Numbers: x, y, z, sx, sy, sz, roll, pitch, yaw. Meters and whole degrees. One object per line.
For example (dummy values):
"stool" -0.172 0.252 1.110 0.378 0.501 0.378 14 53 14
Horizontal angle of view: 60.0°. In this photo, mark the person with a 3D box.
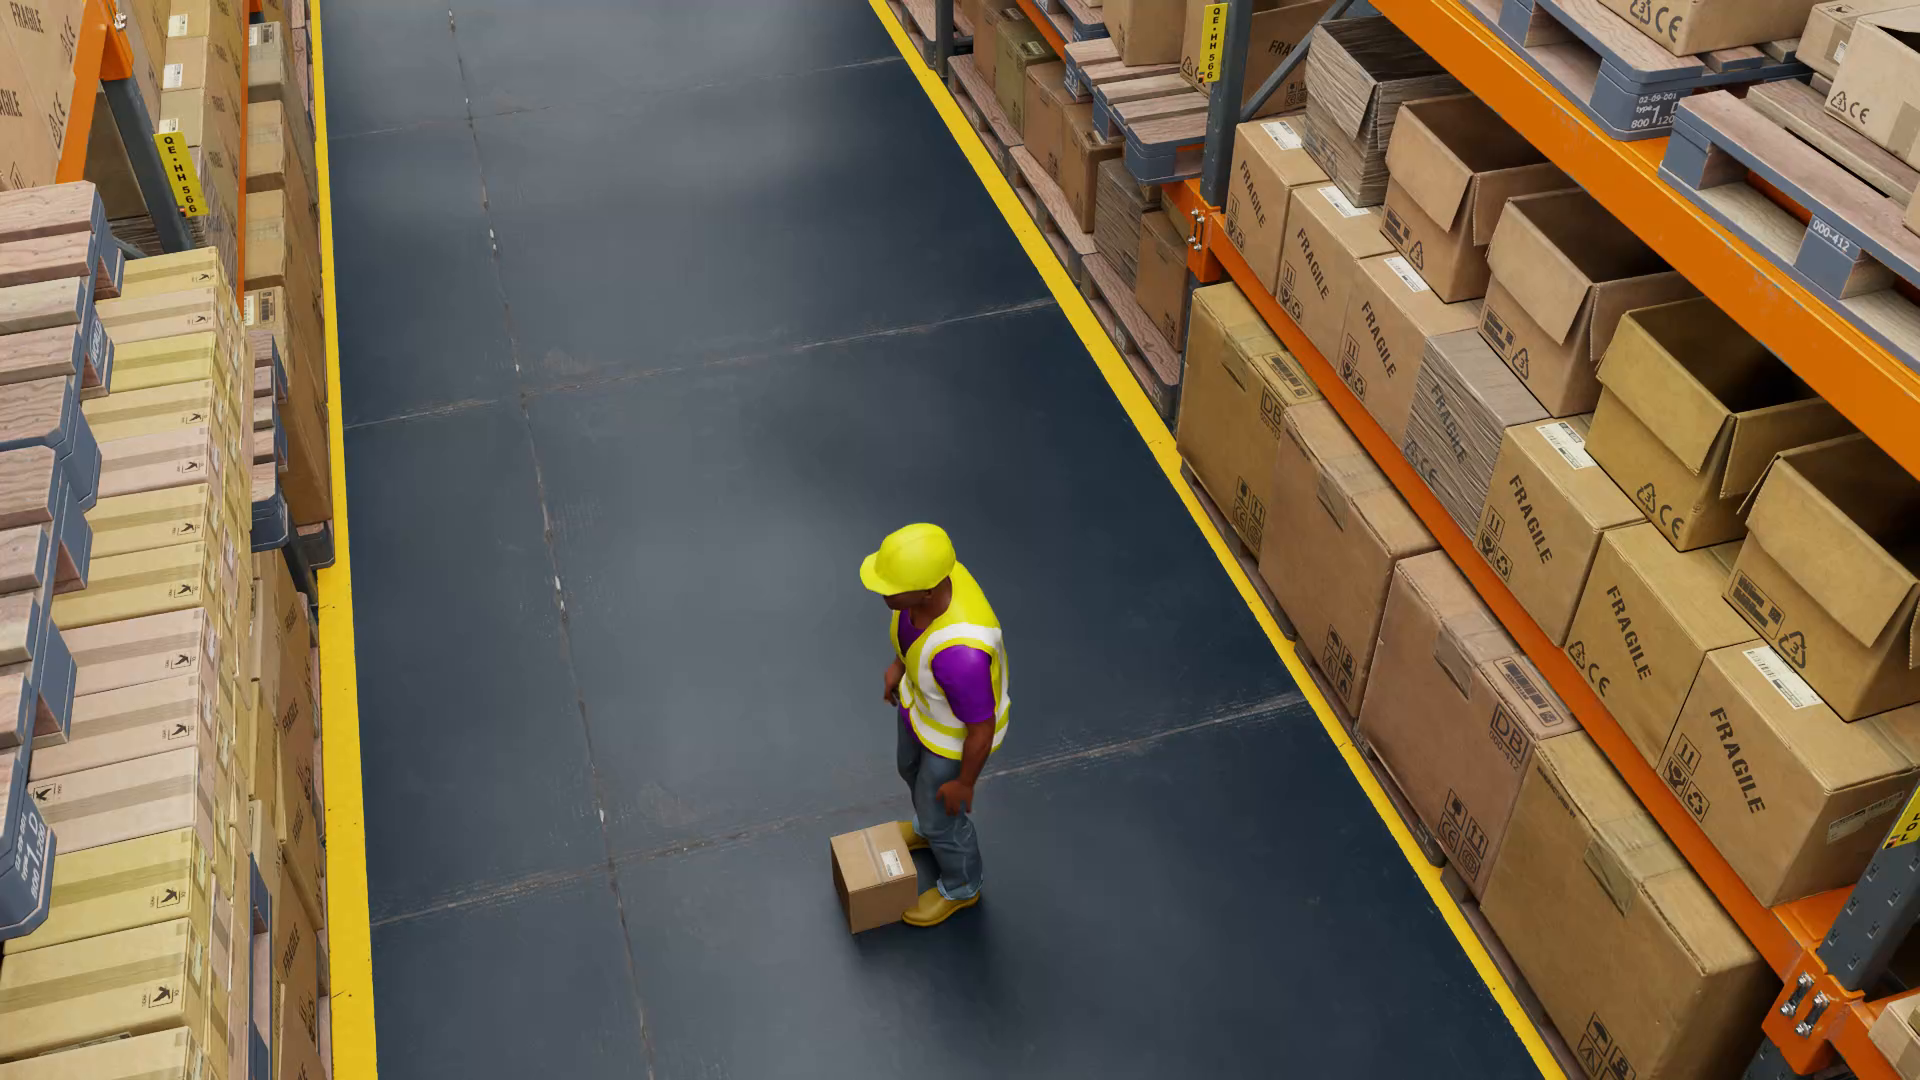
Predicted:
"person" -0.085 0.599 5.482 0.456 1.760 0.635 -14 44 -15
